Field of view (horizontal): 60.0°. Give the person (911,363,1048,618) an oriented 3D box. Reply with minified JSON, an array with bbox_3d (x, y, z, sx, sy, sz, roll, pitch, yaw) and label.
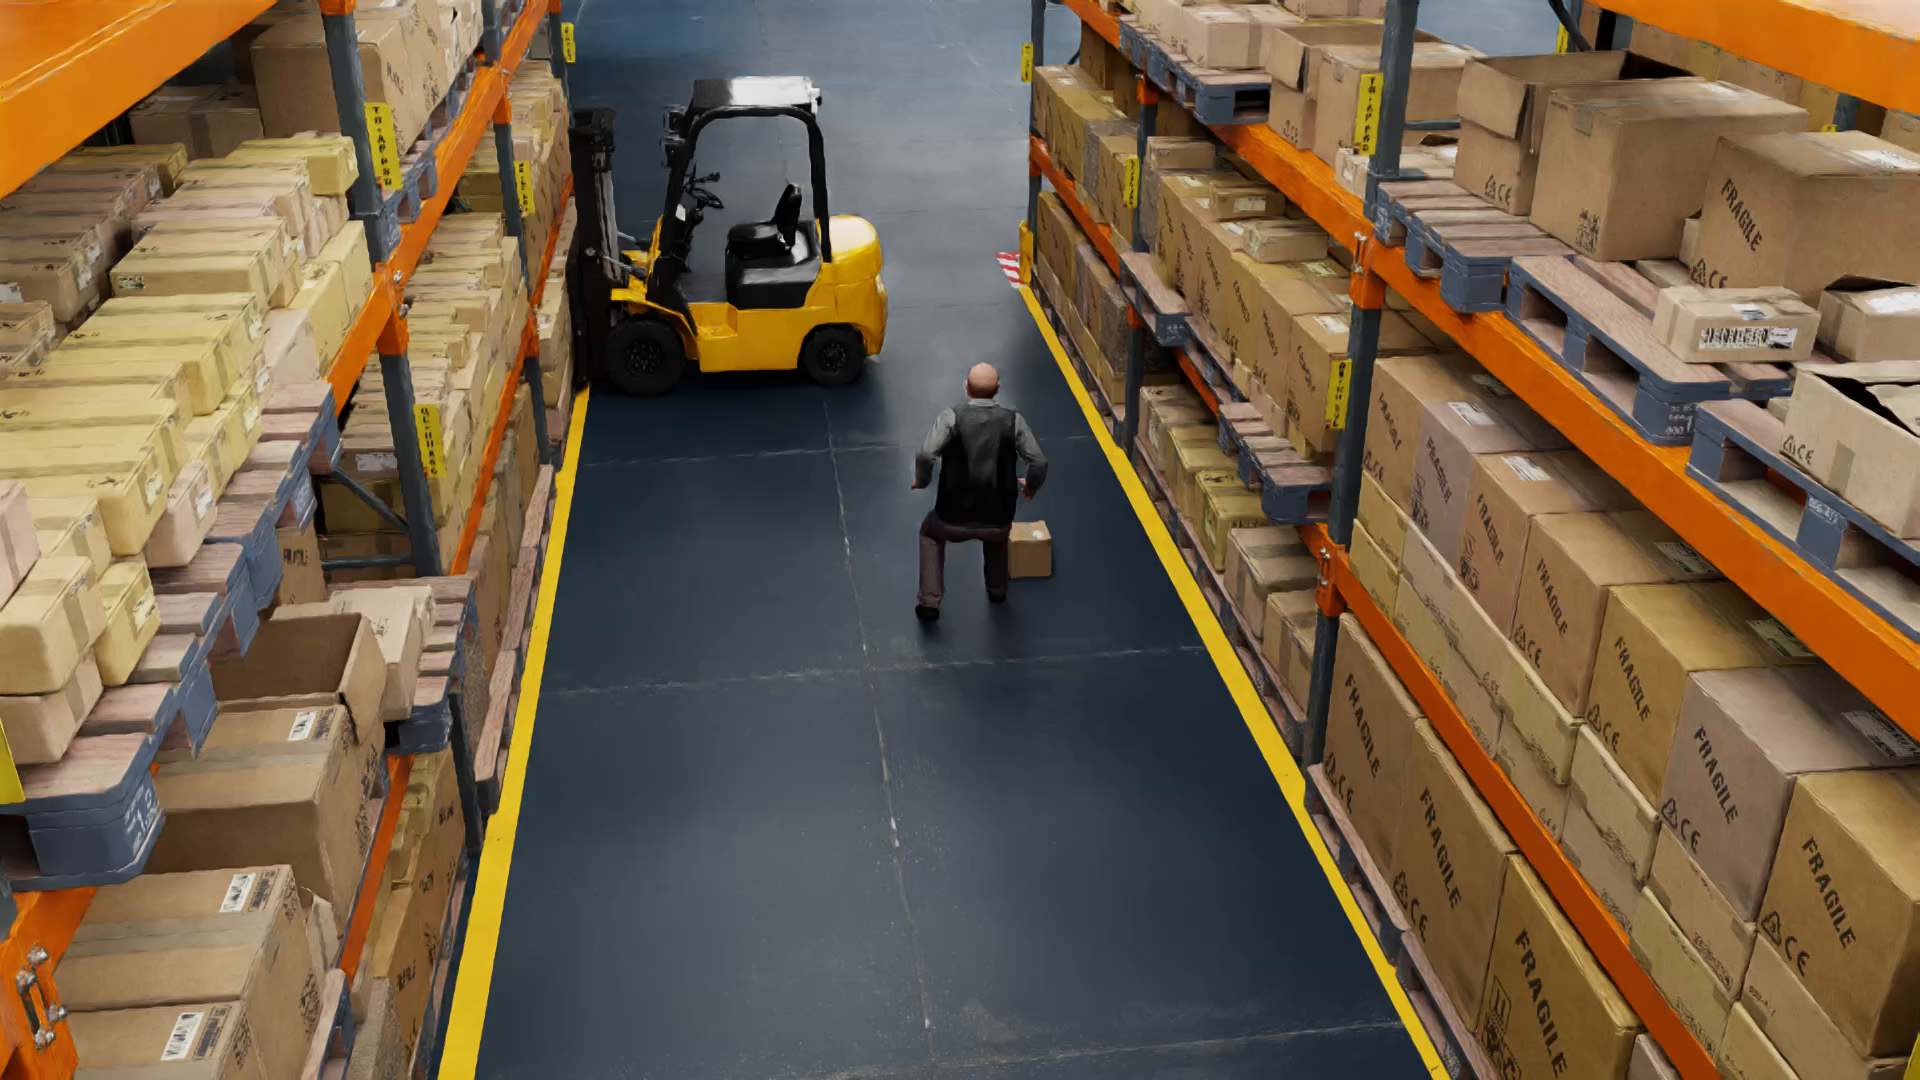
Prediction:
[{"bbox_3d":[0.088,-0.262,9.348,0.737,1.546,0.795,-3,27,-6],"label":"person"}]
